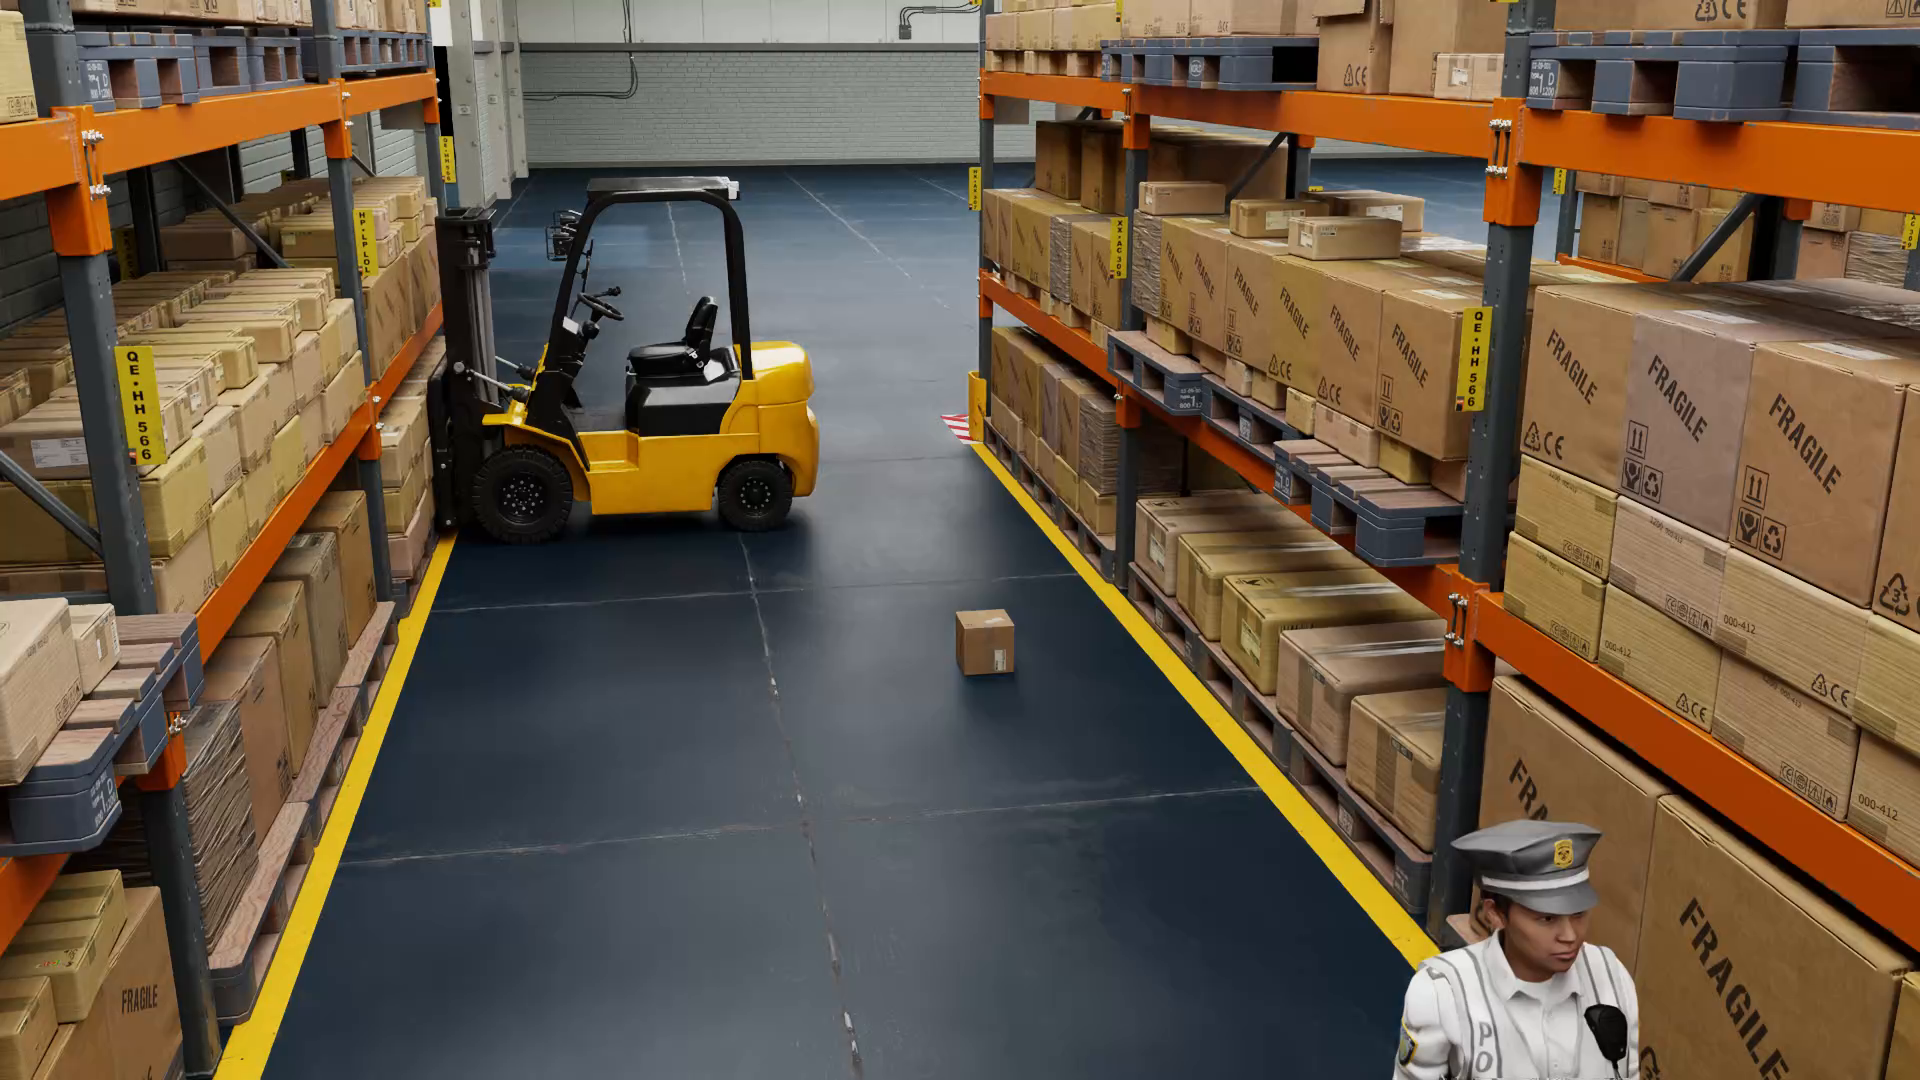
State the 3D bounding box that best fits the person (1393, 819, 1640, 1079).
[{"bbox_3d":[1.046,1.258,3.210,0.487,1.651,0.838,-3,17,-10],"label":"person"}]
